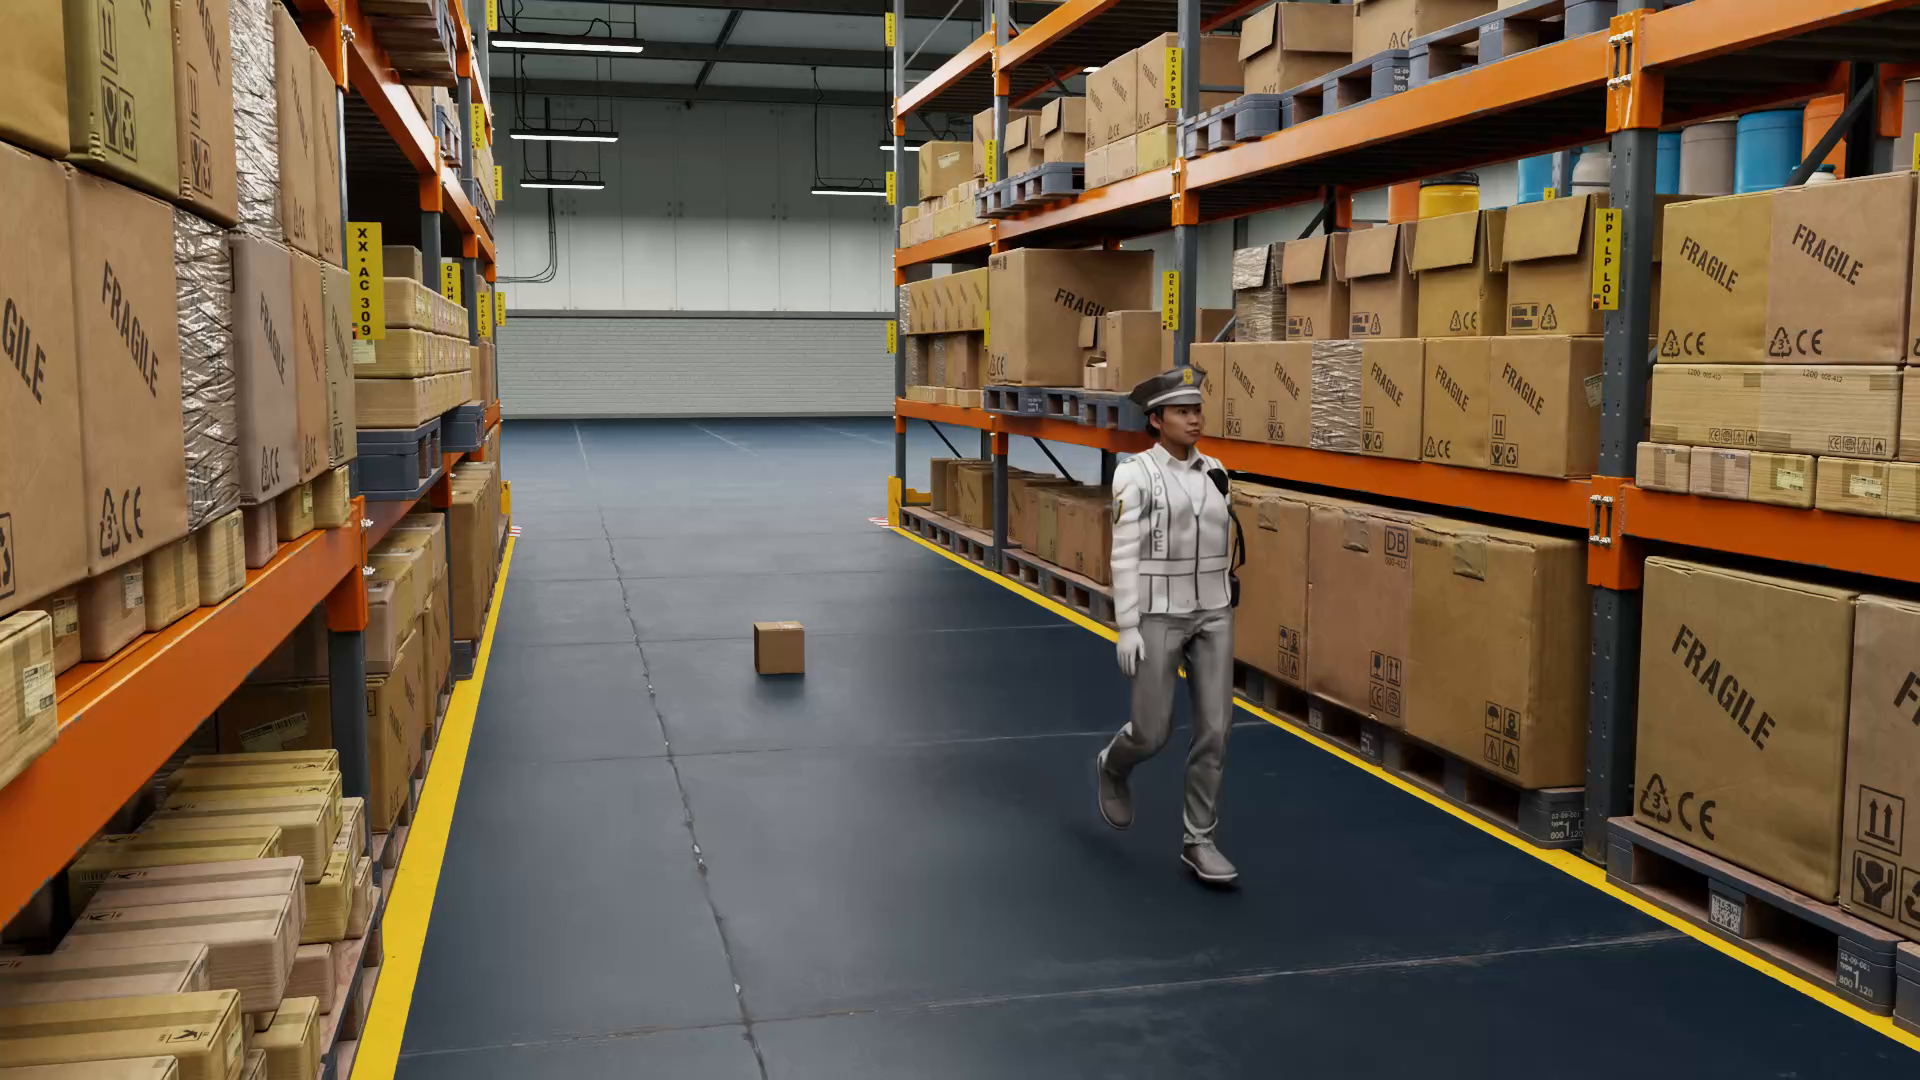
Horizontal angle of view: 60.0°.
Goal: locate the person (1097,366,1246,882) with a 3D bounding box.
[{"bbox_3d":[0.716,0.255,5.572,0.477,1.670,0.659,-2,7,-18],"label":"person"}]
